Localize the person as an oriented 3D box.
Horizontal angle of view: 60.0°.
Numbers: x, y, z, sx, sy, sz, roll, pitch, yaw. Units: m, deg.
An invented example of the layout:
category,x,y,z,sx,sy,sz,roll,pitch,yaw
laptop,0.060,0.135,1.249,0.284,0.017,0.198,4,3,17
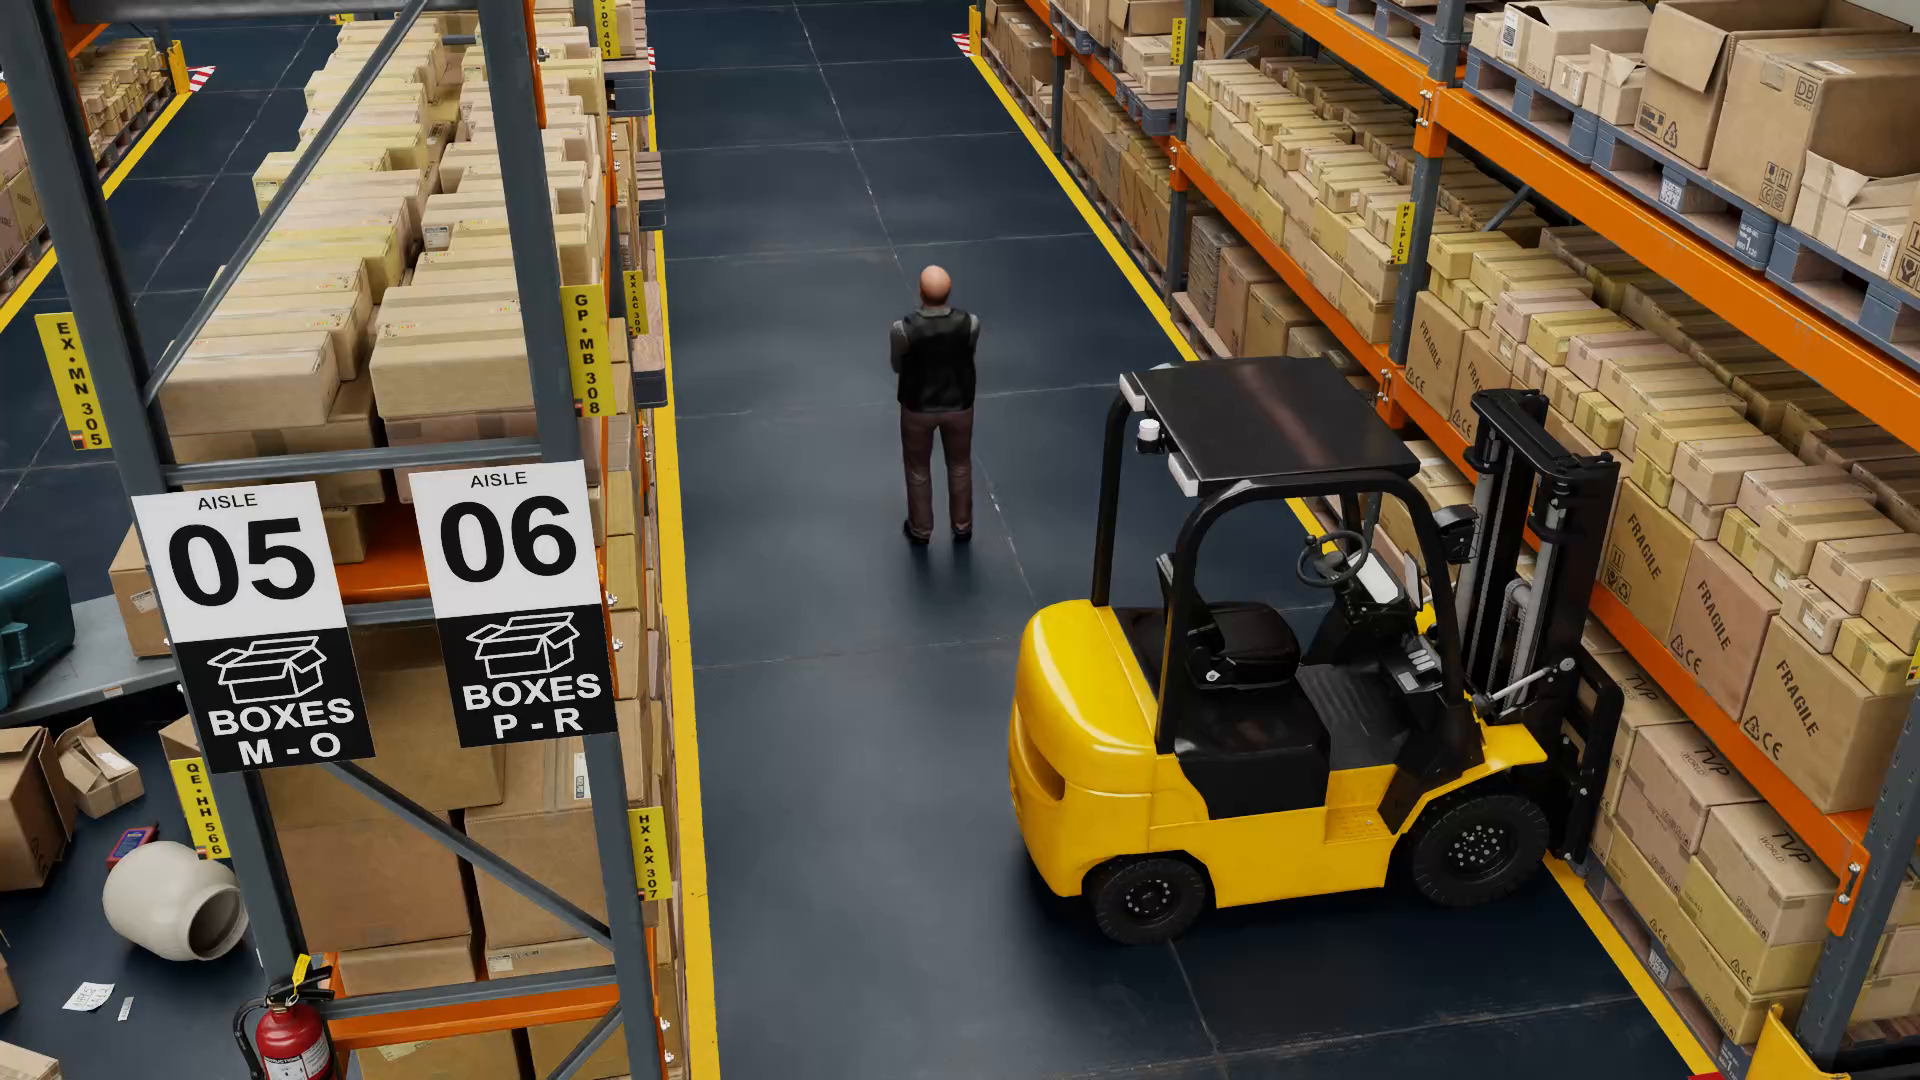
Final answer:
category,x,y,z,sx,sy,sz,roll,pitch,yaw
person,-0.158,-0.801,9.522,0.501,1.722,0.548,-5,31,-9
